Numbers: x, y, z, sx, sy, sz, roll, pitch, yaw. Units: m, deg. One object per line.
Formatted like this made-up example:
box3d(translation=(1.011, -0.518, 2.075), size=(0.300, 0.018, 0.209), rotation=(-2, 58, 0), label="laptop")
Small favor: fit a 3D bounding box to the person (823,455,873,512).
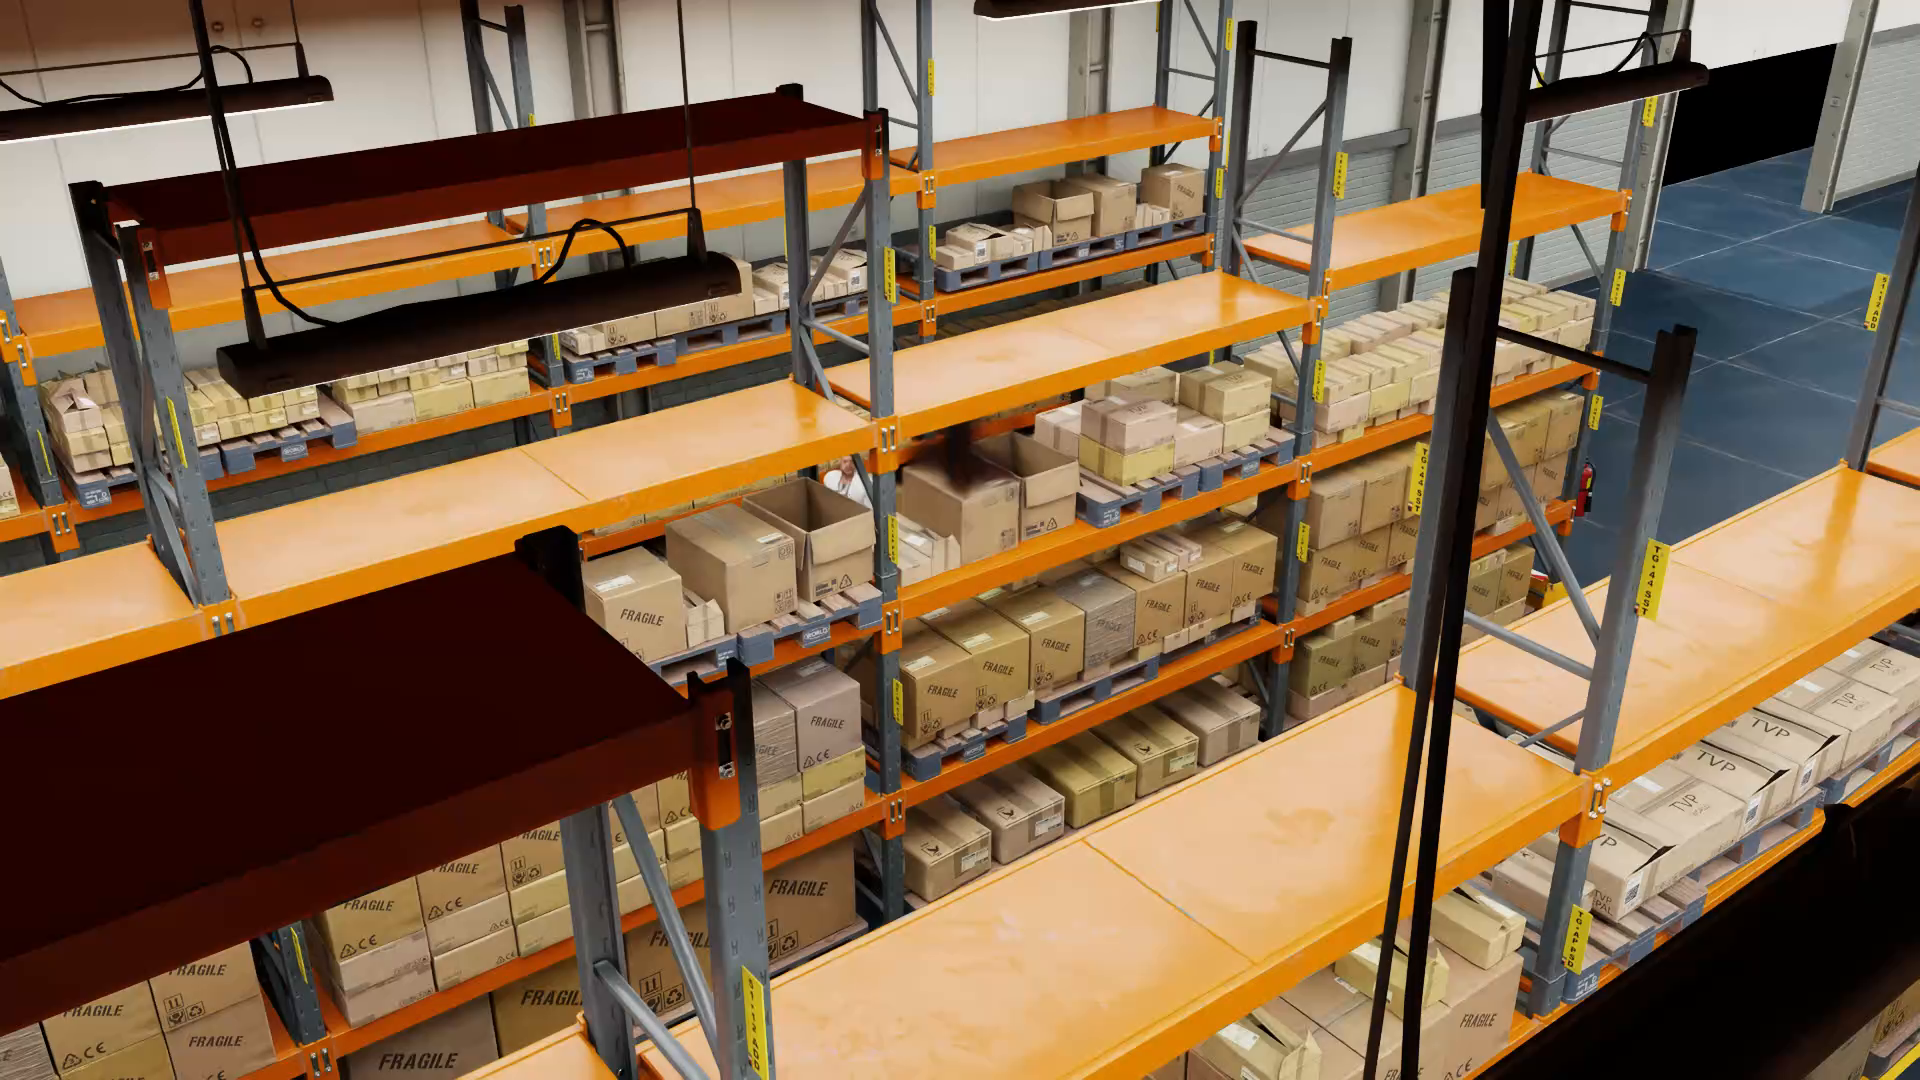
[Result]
box3d(translation=(-1.033, 0.018, 15.448), size=(0.631, 1.873, 0.548), rotation=(20, 33, 35), label="person")
